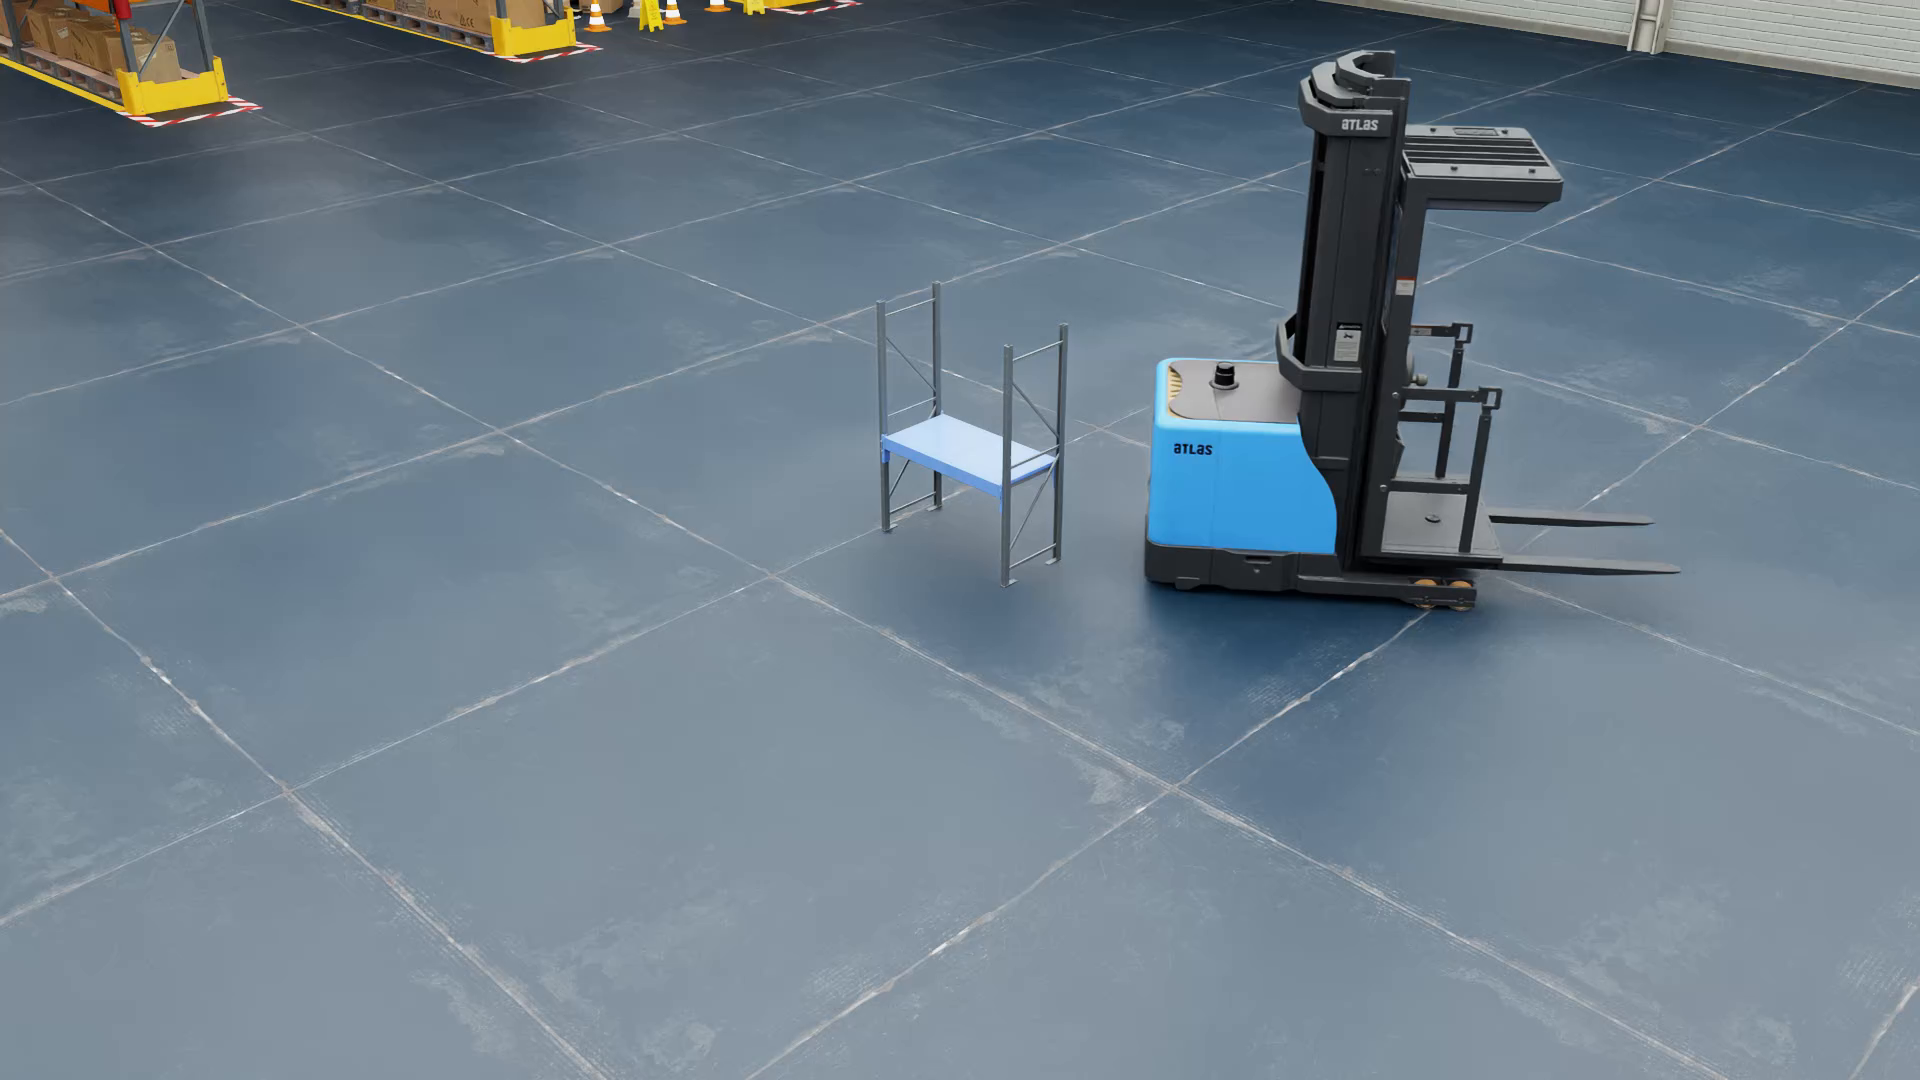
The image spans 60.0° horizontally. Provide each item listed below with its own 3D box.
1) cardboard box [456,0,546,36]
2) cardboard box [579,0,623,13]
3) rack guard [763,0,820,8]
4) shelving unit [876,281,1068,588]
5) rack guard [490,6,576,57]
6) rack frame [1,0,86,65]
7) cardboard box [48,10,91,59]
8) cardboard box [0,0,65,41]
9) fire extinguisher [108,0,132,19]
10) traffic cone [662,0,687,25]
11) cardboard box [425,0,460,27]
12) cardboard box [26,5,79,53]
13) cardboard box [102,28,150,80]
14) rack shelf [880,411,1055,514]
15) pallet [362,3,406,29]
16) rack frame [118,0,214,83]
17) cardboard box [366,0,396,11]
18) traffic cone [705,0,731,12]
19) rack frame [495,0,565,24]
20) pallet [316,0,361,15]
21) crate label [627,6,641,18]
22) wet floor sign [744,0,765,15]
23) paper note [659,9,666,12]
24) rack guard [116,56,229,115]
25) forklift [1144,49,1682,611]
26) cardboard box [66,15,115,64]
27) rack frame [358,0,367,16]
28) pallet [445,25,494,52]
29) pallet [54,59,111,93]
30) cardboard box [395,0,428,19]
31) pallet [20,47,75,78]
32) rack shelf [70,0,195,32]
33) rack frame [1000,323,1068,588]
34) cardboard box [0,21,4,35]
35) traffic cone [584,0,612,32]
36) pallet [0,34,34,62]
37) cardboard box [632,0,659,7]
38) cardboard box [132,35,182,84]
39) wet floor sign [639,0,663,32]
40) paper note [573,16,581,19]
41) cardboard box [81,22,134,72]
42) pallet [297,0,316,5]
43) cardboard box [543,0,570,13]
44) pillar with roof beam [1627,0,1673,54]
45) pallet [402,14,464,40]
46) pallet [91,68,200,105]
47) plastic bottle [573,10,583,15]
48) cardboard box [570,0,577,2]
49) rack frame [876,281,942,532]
[{"bbox_3d":[-6.509,-7.685,23.474,0.875,0.875,0.875,25,37,39],"label":"cardboard box"},{"bbox_3d":[-5.608,-8.544,25.958,0.637,0.503,0.797,2,28,4],"label":"cardboard box"},{"bbox_3d":[-2.635,-8.834,26.514,0.348,0.500,1.175,25,36,38],"label":"rack guard"},{"bbox_3d":[0.061,-0.636,9.848,1.048,1.500,0.538,25,36,38],"label":"shelving unit"},{"bbox_3d":[-5.962,-7.126,23.265,0.348,0.500,1.175,25,36,38],"label":"rack guard"},{"bbox_3d":[-12.381,-7.932,22.113,0.127,3.000,1.000,25,36,38],"label":"rack frame"},{"bbox_3d":[-11.710,-6.684,21.973,0.500,0.500,0.500,-13,31,-24],"label":"cardboard box"},{"bbox_3d":[-12.804,-7.228,22.987,0.500,0.500,0.700,21,34,35],"label":"cardboard box"},{"bbox_3d":[-9.770,-6.403,19.287,0.183,0.674,0.296,25,36,38],"label":"fire extinguisher"},{"bbox_3d":[-4.328,-8.026,25.017,0.334,0.463,0.336,25,36,38],"label":"traffic cone"},{"bbox_3d":[-7.138,-7.971,24.019,0.875,0.875,0.875,24,36,38],"label":"cardboard box"},{"bbox_3d":[-12.124,-6.868,22.323,0.500,0.500,0.500,23,36,37],"label":"cardboard box"},{"bbox_3d":[-10.412,-6.100,20.862,0.500,0.500,0.500,-15,31,-27],"label":"cardboard box"},{"bbox_3d":[0.061,-0.477,9.932,1.000,0.185,0.538,25,36,38],"label":"rack shelf"},{"bbox_3d":[-8.344,-8.037,25.308,1.213,0.211,1.003,25,36,38],"label":"pallet"},{"bbox_3d":[-9.529,-6.627,19.630,0.127,3.000,1.000,25,36,38],"label":"rack frame"},{"bbox_3d":[-8.432,-8.562,25.143,0.875,0.875,0.875,-25,36,-38],"label":"cardboard box"},{"bbox_3d":[-3.792,-8.505,25.928,0.334,0.463,0.336,25,36,38],"label":"traffic cone"},{"bbox_3d":[-5.979,-8.240,22.698,0.127,3.000,1.000,25,36,38],"label":"rack frame"},{"bbox_3d":[-9.434,-8.538,26.261,1.213,0.211,1.003,25,36,38],"label":"pallet"},{"bbox_3d":[-4.932,-8.118,25.541,0.298,0.136,0.250,7,29,13],"label":"crate label"},{"bbox_3d":[-3.195,-8.457,25.640,0.267,0.644,0.232,-13,30,-22],"label":"wet floor sign"},{"bbox_3d":[-4.650,-8.250,25.906,0.142,0.019,0.148,12,30,22],"label":"paper note"},{"bbox_3d":[-9.583,-5.546,20.259,0.348,0.500,1.175,25,36,38],"label":"rack guard"},{"bbox_3d":[2.630,-1.156,9.299,3.031,2.935,1.130,3,28,6],"label":"forklift"},{"bbox_3d":[-11.212,-6.507,21.637,0.500,0.500,0.500,21,34,34],"label":"cardboard box"},{"bbox_3d":[-8.831,-9.545,25.180,0.127,3.000,1.000,25,36,38],"label":"rack frame"},{"bbox_3d":[-6.604,-7.241,23.794,1.213,0.211,1.003,25,36,38],"label":"pallet"},{"bbox_3d":[-11.003,-6.093,21.610,1.213,0.211,1.003,25,36,38],"label":"pallet"},{"bbox_3d":[-7.787,-8.270,24.586,0.875,0.875,0.875,25,37,39],"label":"cardboard box"},{"bbox_3d":[-11.877,-6.491,22.367,1.213,0.211,1.003,25,36,38],"label":"pallet"},{"bbox_3d":[-10.955,-6.961,21.039,4.000,0.370,1.077,25,36,38],"label":"rack shelf"},{"bbox_3d":[0.423,-0.470,9.533,0.032,1.500,0.500,25,36,38],"label":"rack frame"},{"bbox_3d":[-13.131,-7.390,23.294,0.500,0.500,0.700,24,36,38],"label":"cardboard box"},{"bbox_3d":[-5.362,-7.762,24.514,0.334,0.463,0.336,25,36,38],"label":"traffic cone"},{"bbox_3d":[-12.937,-6.952,23.244,1.213,0.211,1.003,25,36,38],"label":"pallet"},{"bbox_3d":[-4.931,-8.411,26.087,0.380,0.149,0.250,-7,29,-14],"label":"cardboard box"},{"bbox_3d":[-9.962,-5.916,20.513,0.500,0.500,0.500,-18,33,-30],"label":"cardboard box"},{"bbox_3d":[-4.570,-7.846,24.478,0.232,0.644,0.267,18,33,30],"label":"wet floor sign"},{"bbox_3d":[-5.877,-7.987,25.408,0.144,0.017,0.142,-13,30,-22],"label":"paper note"},{"bbox_3d":[-10.846,-6.310,21.262,0.500,0.500,0.500,-21,34,-35],"label":"cardboard box"},{"bbox_3d":[-10.309,-8.936,27.018,1.213,0.211,1.003,25,36,38],"label":"pallet"},{"bbox_3d":[-6.315,-8.386,25.912,0.396,0.266,0.258,-18,33,-31],"label":"cardboard box"},{"bbox_3d":[6.571,-9.402,18.461,0.400,9.000,9.100,25,36,38],"label":"pillar with roof beam"},{"bbox_3d":[-7.470,-7.639,24.551,1.213,0.211,1.003,25,36,38],"label":"pallet"},{"bbox_3d":[-10.137,-5.695,20.853,1.213,0.211,1.003,25,36,38],"label":"pallet"},{"bbox_3d":[-5.982,-8.156,25.695,0.283,0.061,0.133,12,30,22],"label":"plastic bottle"},{"bbox_3d":[-6.281,-8.906,26.502,0.503,0.637,0.797,25,36,38],"label":"cardboard box"},{"bbox_3d":[-0.302,-0.802,10.163,0.032,1.500,0.500,25,36,38],"label":"rack frame"}]
